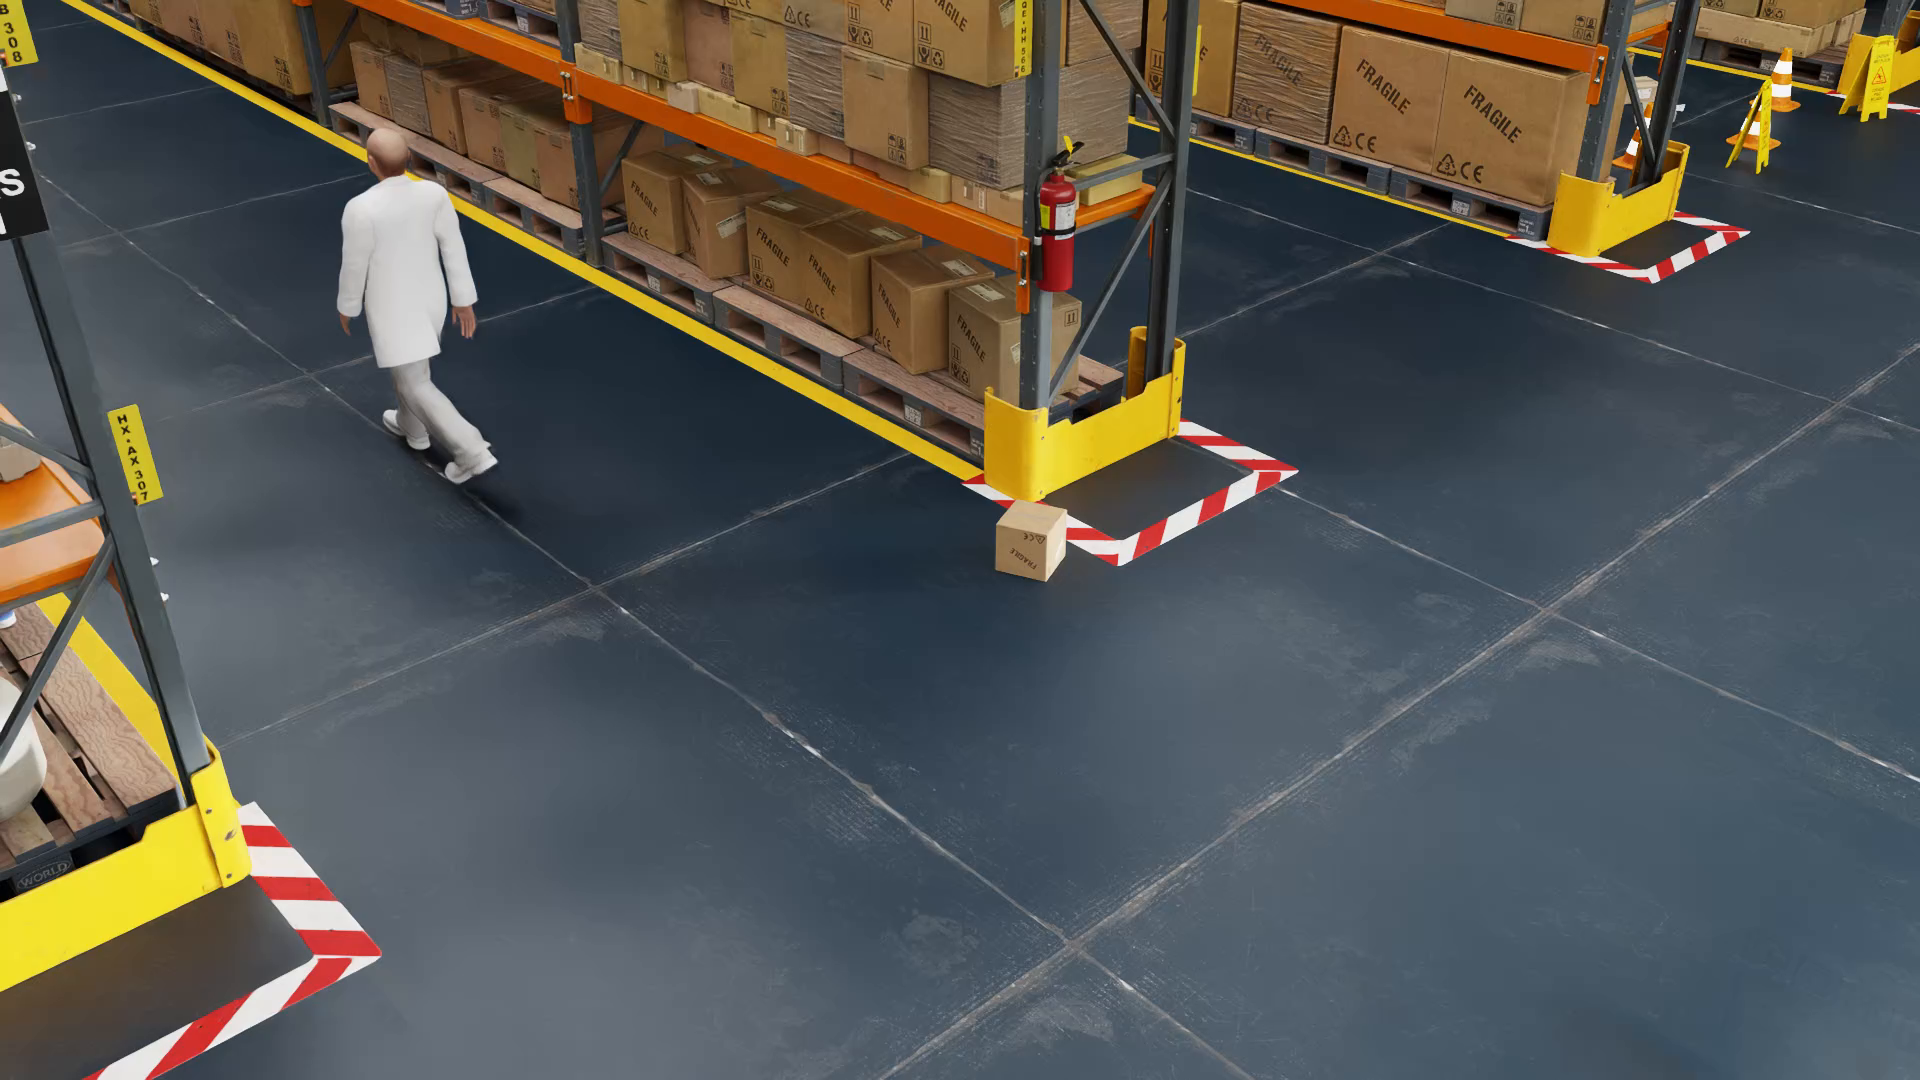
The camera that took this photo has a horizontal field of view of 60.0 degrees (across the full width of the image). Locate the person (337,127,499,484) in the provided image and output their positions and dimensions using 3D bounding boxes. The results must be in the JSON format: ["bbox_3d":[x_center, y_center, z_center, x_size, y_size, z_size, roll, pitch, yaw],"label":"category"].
[{"bbox_3d":[-2.639,-1.121,7.993,1.113,1.734,0.568,21,37,30],"label":"person"}]
